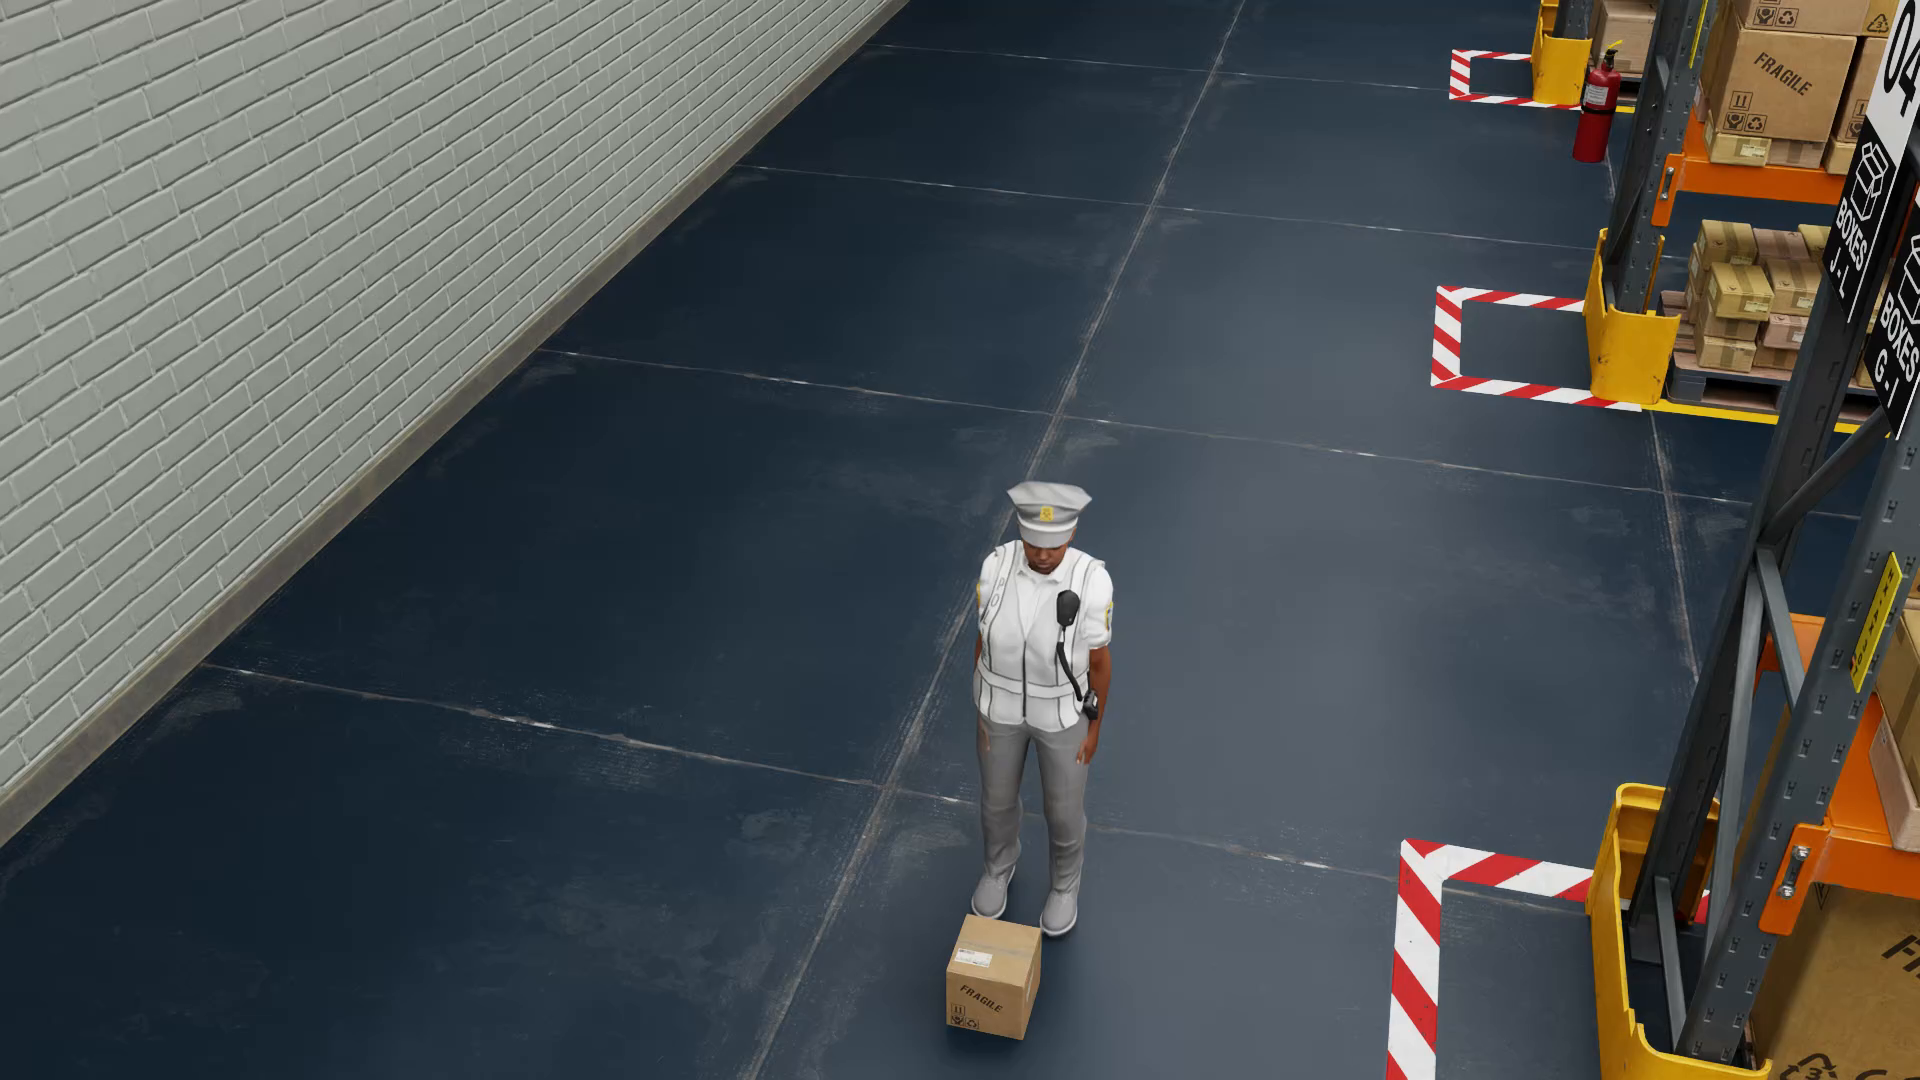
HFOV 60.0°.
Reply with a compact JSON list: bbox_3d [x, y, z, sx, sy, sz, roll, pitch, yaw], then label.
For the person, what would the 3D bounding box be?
[{"bbox_3d":[0.252,0.553,5.288,0.438,1.669,0.341,9,34,13],"label":"person"}]
